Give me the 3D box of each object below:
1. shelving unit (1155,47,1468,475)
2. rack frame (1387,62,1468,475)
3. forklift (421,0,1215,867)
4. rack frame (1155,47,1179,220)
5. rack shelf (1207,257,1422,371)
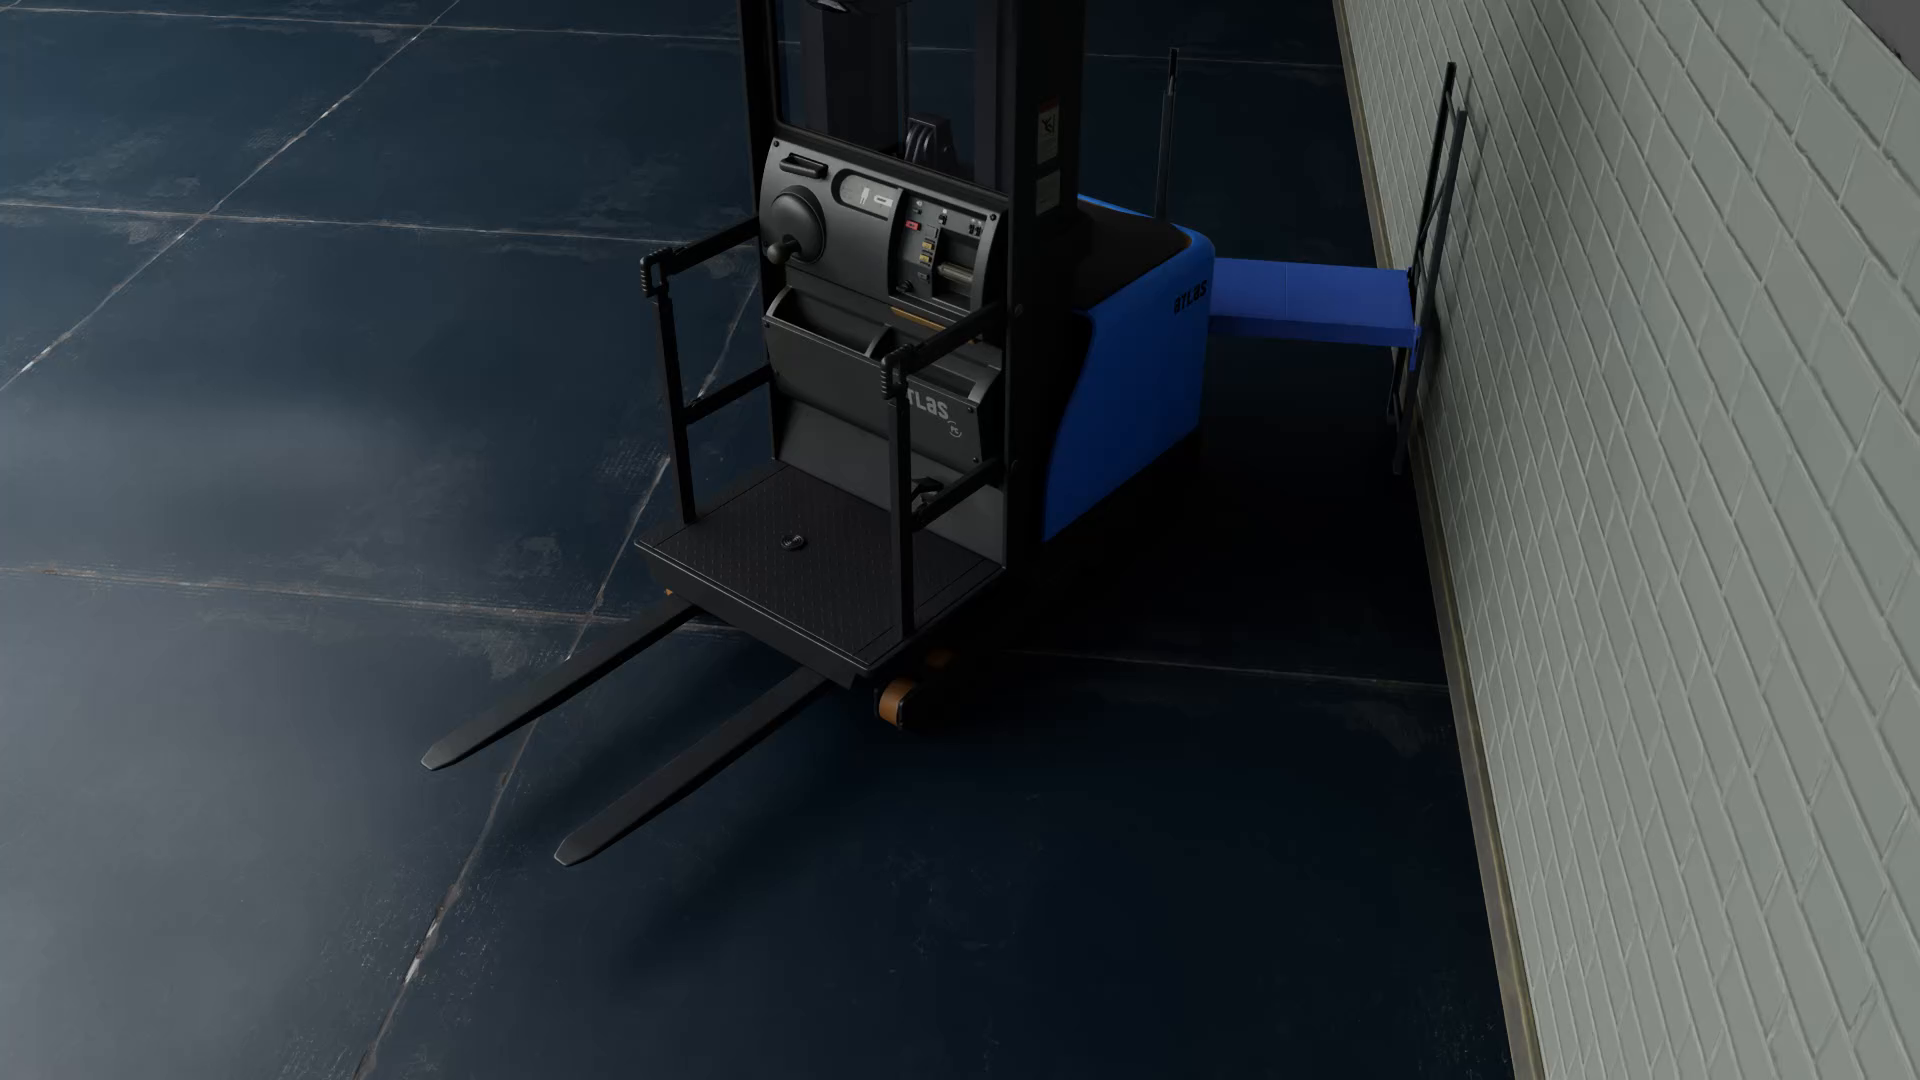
[{"bbox_3d":[1.275,-1.057,6.441,1.048,1.500,0.538,5,36,7],"label":"shelving unit"},{"bbox_3d":[1.777,-1.012,6.377,0.032,1.500,0.500,5,36,7],"label":"rack frame"},{"bbox_3d":[-0.393,-0.912,5.005,1.130,2.935,3.031,25,43,31],"label":"forklift"},{"bbox_3d":[0.773,-1.103,6.504,0.032,1.500,0.500,5,36,7],"label":"rack frame"},{"bbox_3d":[1.275,-0.911,6.545,1.000,0.185,0.538,5,36,7],"label":"rack shelf"}]
